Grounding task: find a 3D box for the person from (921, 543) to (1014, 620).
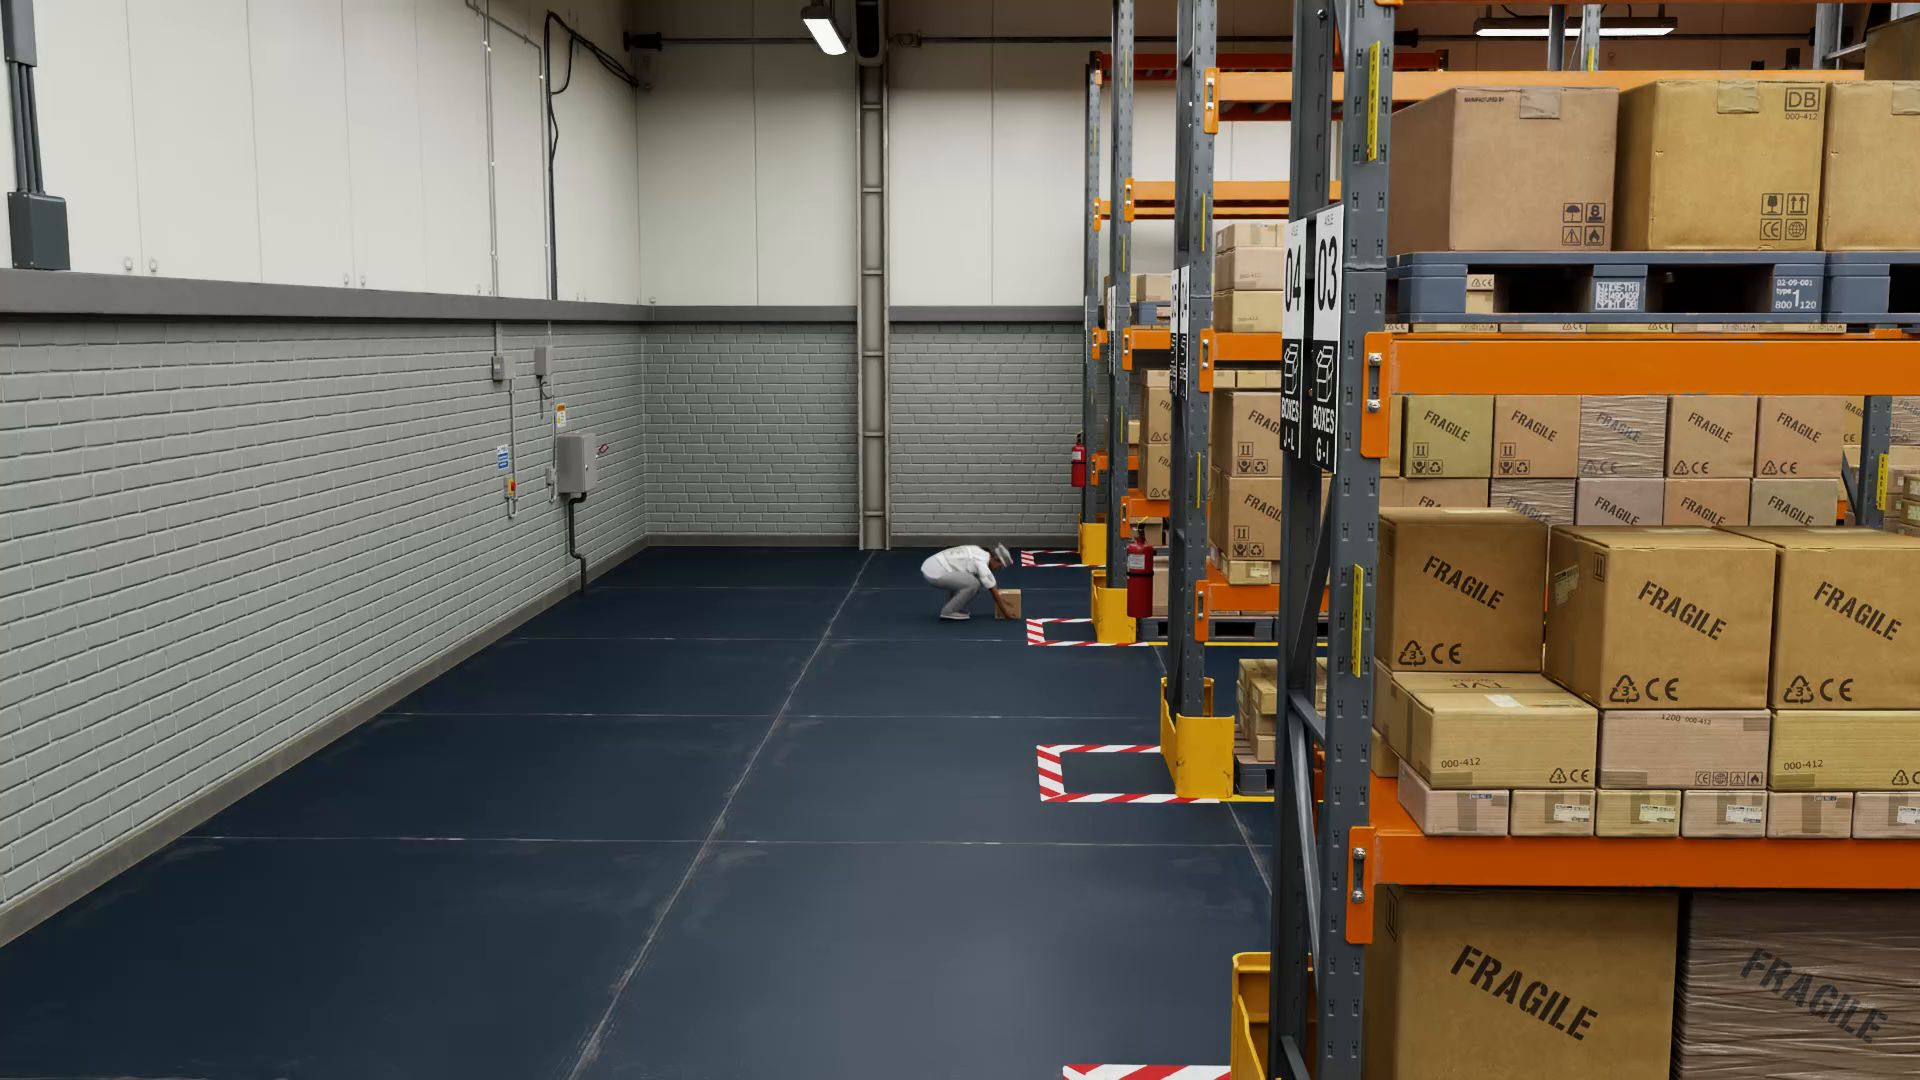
[{"bbox_3d":[0.090,0.421,16.342,0.950,0.771,0.493,0,7,0],"label":"person"}]
